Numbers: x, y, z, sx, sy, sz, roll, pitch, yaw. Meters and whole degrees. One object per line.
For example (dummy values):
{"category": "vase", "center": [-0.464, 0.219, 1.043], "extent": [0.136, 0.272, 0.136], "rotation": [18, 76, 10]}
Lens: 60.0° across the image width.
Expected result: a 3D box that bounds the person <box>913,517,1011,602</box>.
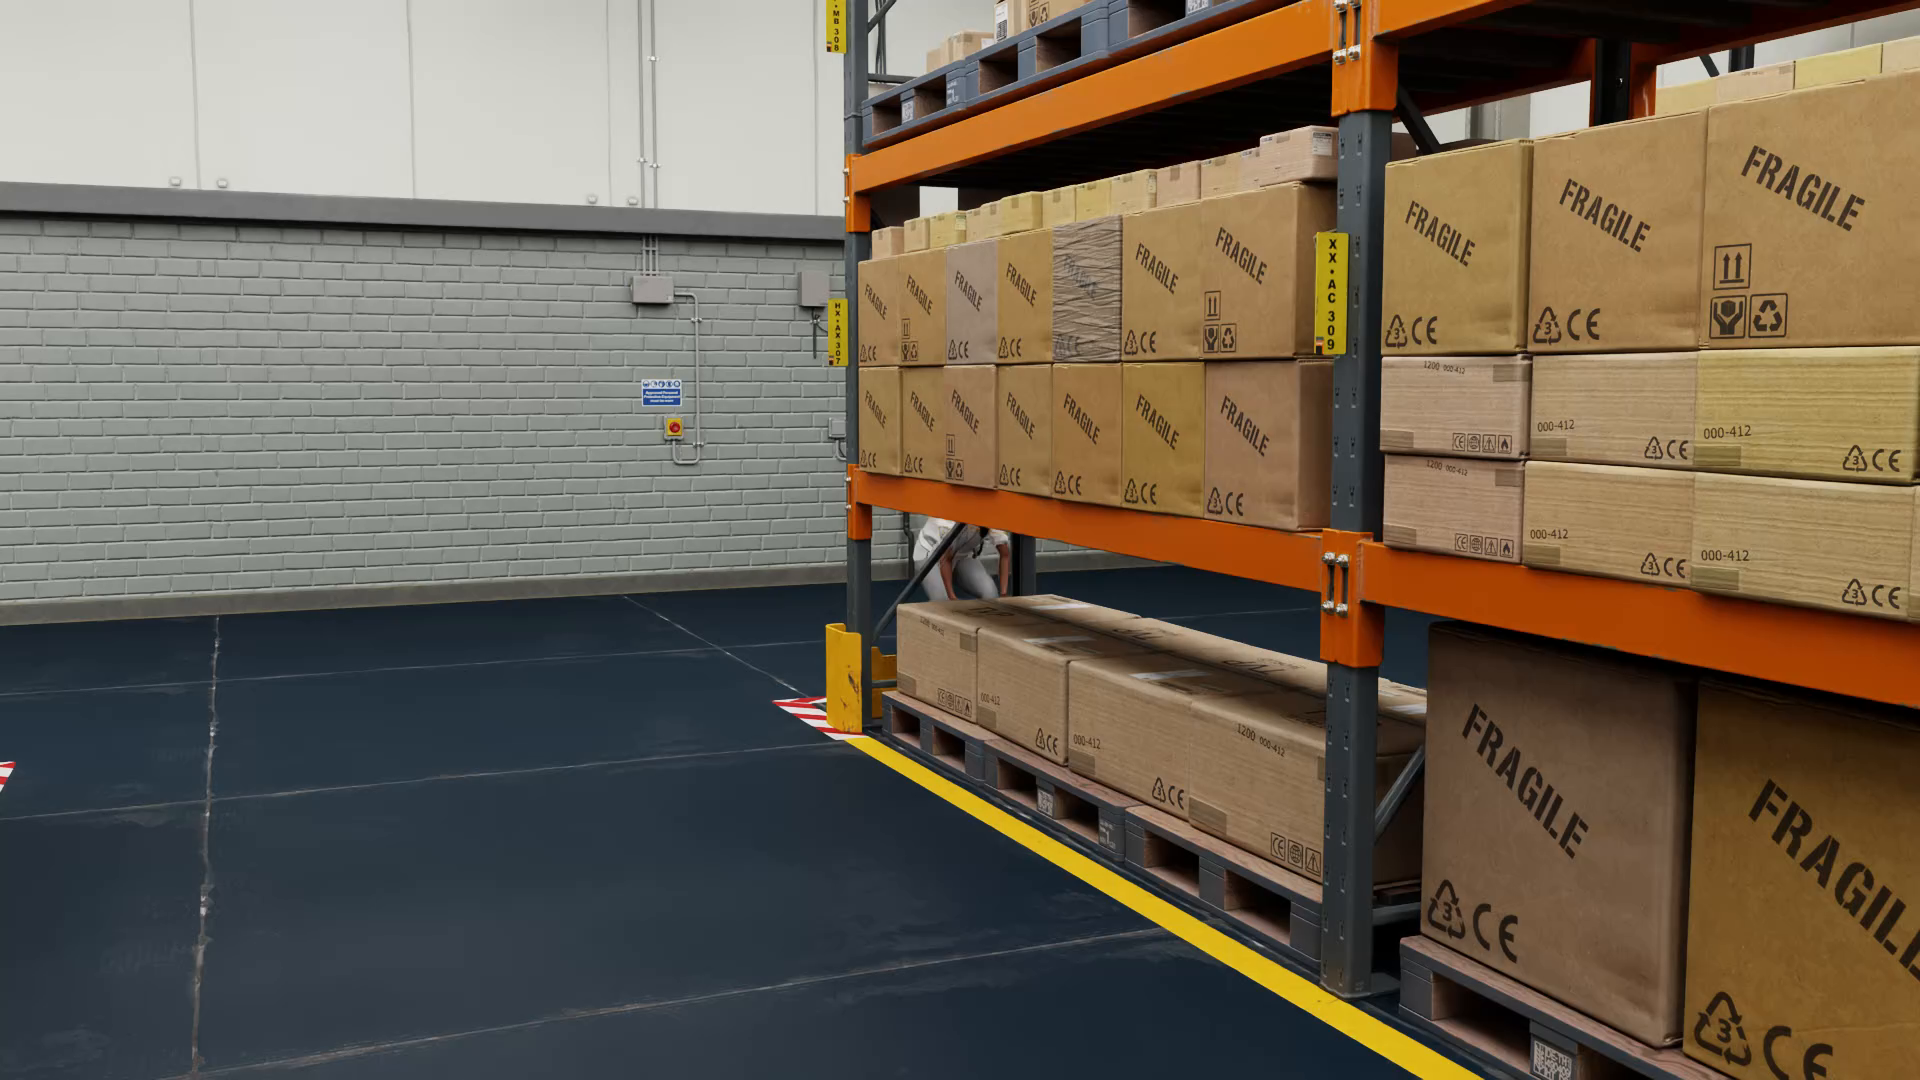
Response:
{"category": "person", "center": [0.035, 0.181, 10.184], "extent": [0.500, 1.180, 0.803], "rotation": [-2, 6, -24]}
